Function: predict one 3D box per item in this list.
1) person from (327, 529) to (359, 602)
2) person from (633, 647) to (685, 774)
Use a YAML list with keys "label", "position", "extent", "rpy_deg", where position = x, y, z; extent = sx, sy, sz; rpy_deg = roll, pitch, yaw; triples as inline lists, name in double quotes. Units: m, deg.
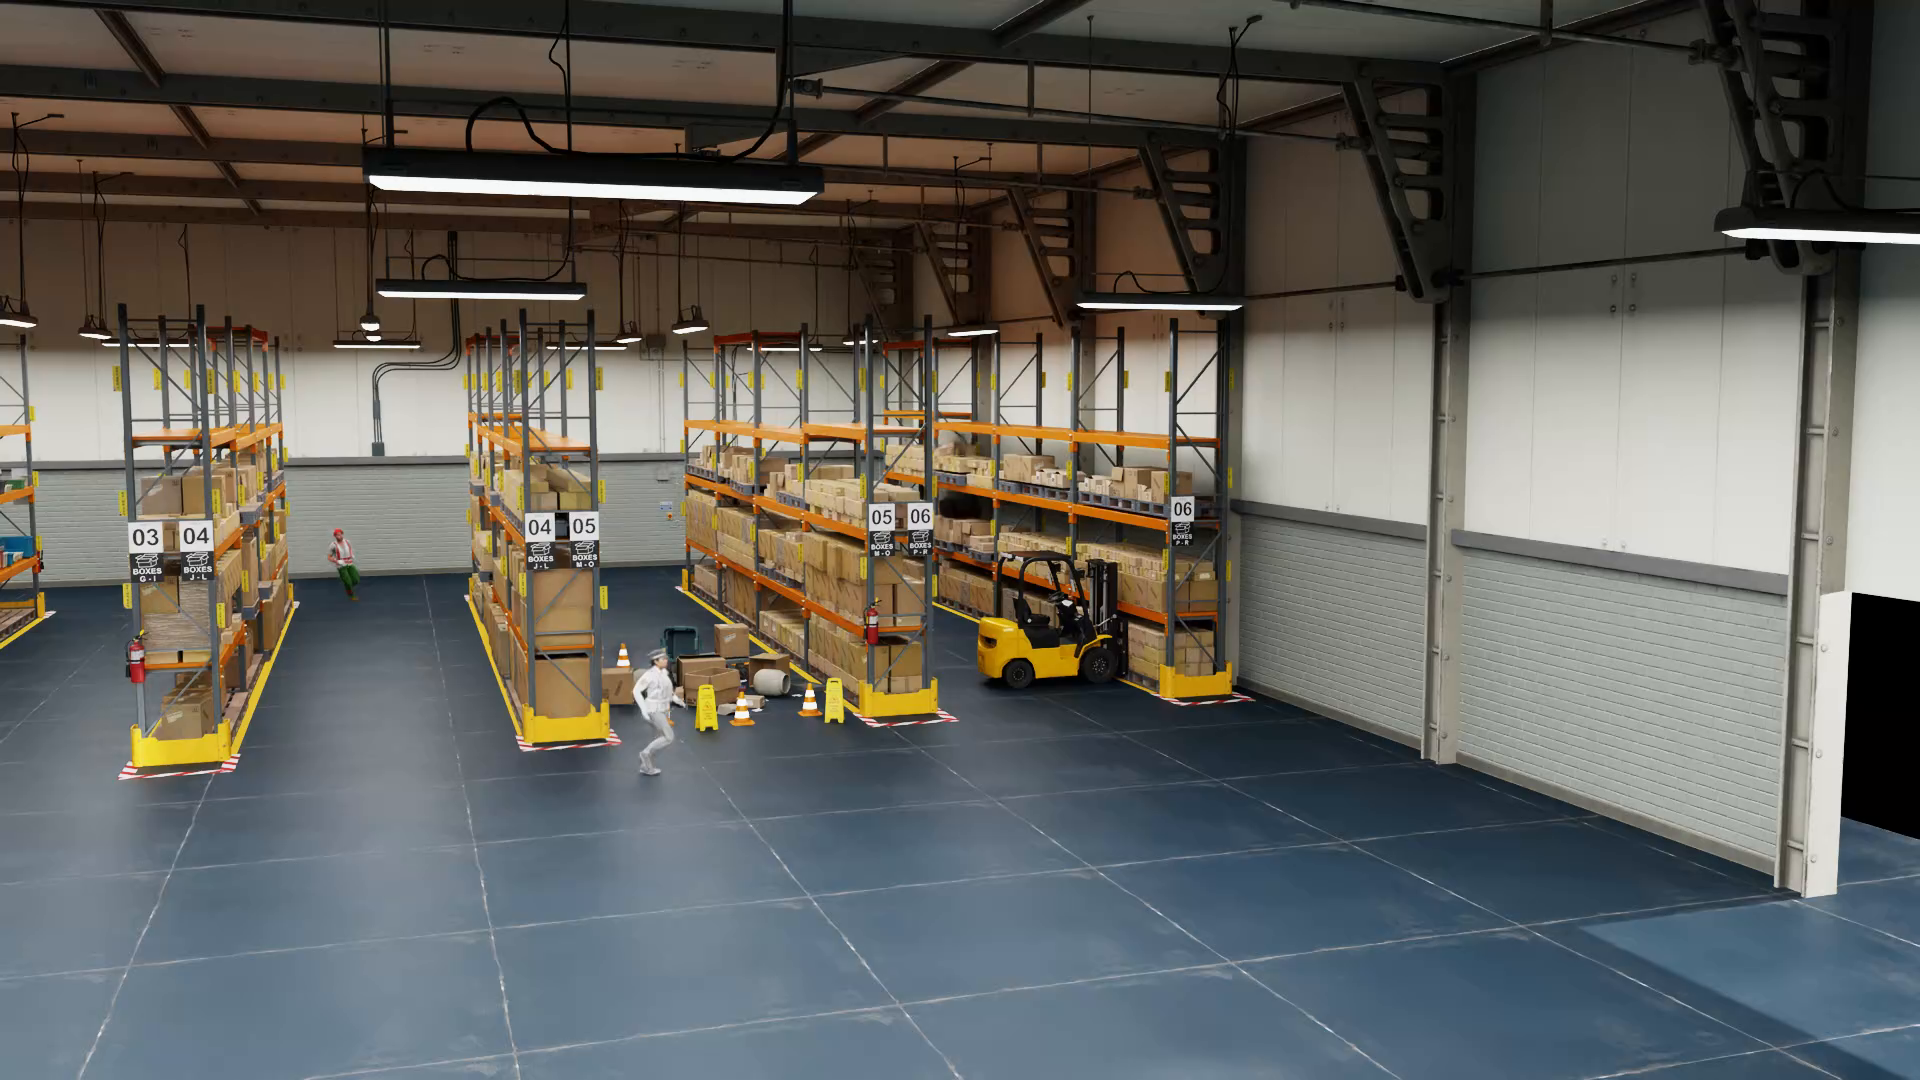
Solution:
- label: "person"
  position: [-14.014, 0.575, 37.753]
  extent: [0.602, 1.689, 0.717]
  rpy_deg: [5, 7, 41]
- label: "person"
  position: [-3.805, 2.175, 21.121]
  extent: [0.631, 1.639, 0.599]
  rpy_deg: [2, 6, 17]
